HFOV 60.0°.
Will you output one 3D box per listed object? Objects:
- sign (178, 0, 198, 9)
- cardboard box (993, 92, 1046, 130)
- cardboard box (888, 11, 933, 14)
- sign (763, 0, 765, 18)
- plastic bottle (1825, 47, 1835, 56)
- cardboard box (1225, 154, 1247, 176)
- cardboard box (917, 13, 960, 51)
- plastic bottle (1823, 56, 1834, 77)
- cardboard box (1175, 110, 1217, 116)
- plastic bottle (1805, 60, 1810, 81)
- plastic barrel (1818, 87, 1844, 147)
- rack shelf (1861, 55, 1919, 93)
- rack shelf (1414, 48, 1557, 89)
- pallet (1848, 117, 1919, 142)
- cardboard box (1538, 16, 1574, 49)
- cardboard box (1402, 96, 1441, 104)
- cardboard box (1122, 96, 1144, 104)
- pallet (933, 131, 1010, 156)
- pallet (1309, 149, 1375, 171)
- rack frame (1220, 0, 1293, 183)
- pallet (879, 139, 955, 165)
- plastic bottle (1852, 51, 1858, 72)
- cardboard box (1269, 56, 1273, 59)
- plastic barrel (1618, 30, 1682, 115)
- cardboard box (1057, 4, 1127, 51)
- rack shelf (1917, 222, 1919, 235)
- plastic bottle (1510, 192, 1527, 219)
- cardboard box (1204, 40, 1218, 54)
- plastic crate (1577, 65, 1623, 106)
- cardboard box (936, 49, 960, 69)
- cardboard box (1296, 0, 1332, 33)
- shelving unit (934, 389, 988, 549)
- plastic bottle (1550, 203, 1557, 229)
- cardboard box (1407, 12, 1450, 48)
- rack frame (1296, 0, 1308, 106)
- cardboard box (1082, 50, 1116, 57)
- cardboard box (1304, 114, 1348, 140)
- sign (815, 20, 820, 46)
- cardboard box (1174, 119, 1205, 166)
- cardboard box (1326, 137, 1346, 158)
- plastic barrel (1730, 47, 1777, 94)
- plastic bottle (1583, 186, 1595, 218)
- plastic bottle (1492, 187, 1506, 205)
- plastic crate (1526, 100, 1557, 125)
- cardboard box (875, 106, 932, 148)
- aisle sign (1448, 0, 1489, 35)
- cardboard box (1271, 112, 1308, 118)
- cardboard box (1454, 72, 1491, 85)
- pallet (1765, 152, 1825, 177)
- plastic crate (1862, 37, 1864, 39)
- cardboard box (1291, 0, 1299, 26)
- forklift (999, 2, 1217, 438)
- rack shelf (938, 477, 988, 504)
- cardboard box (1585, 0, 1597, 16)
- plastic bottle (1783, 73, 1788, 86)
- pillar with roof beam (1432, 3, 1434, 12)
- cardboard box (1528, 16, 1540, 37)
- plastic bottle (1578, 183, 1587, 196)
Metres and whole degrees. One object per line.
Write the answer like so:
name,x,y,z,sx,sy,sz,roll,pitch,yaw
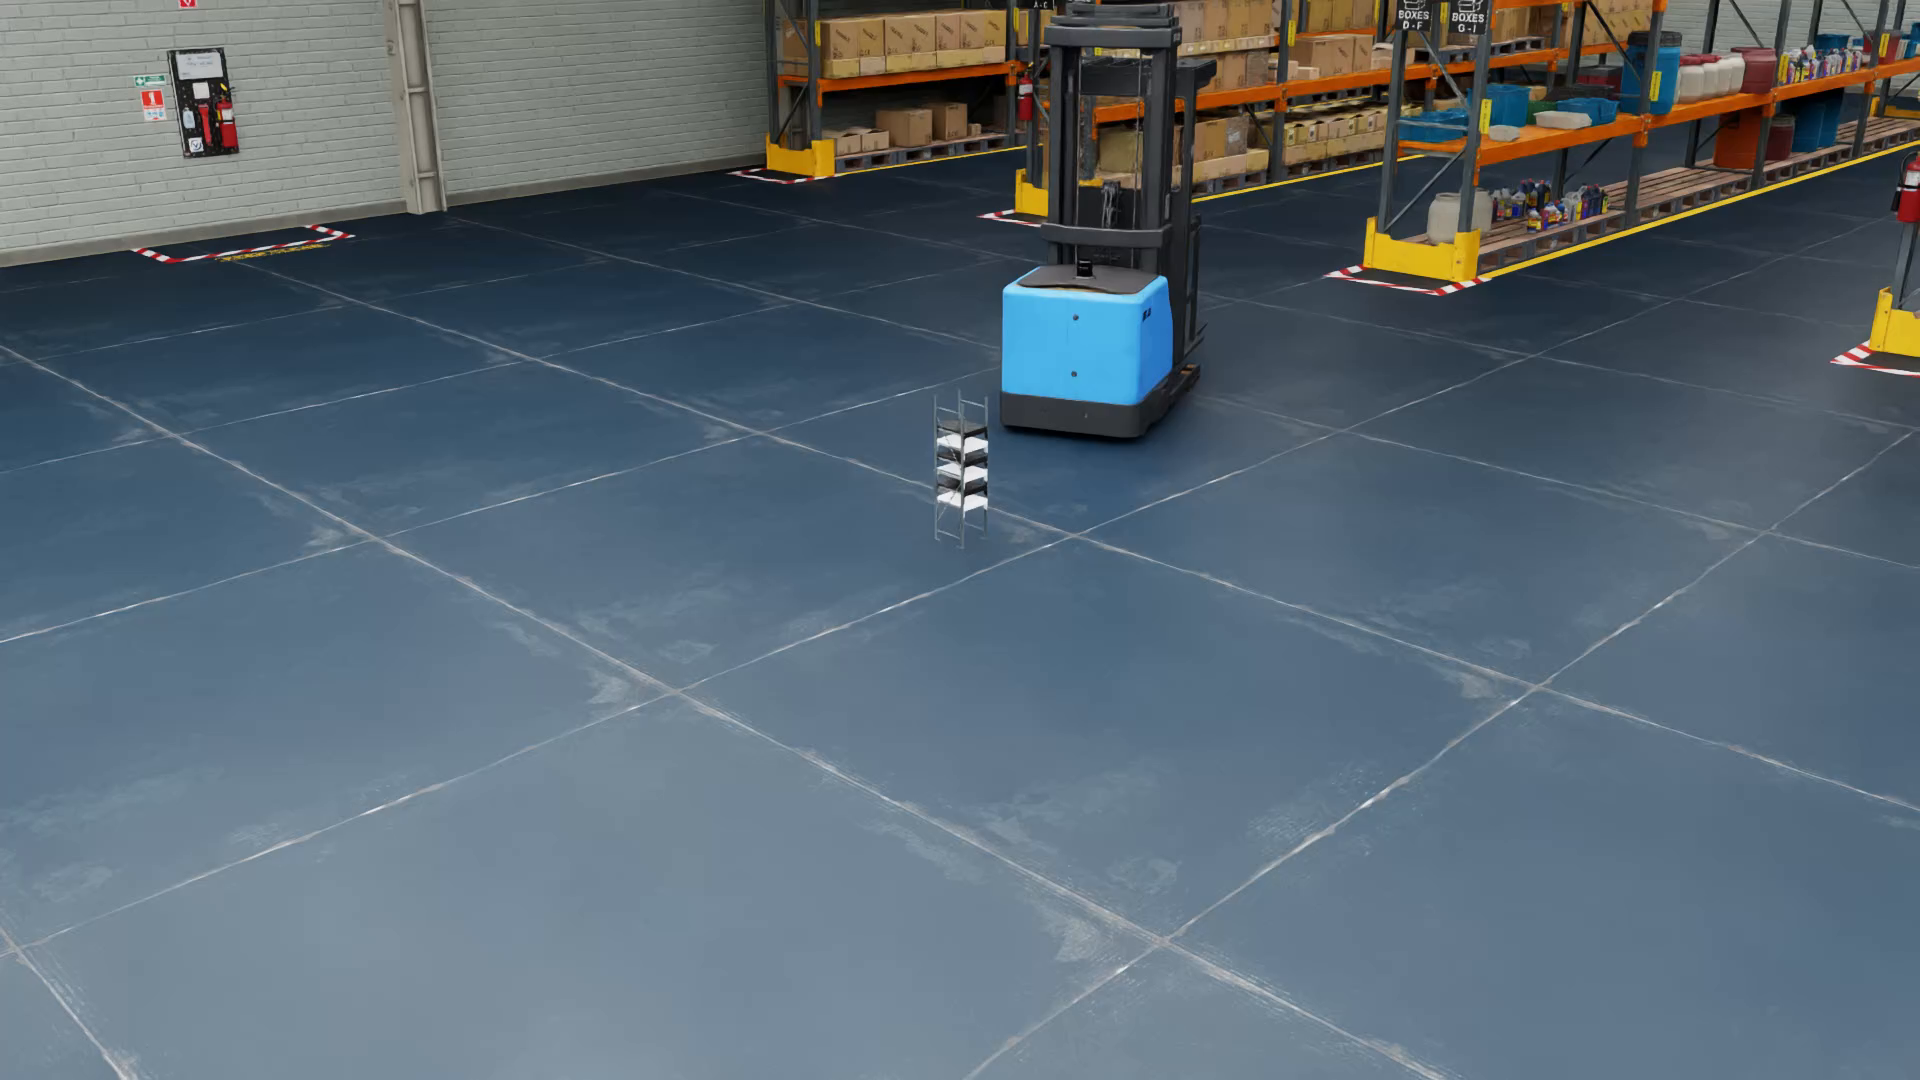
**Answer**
sign,-8.478,-5.980,18.222,0.001,0.298,0.199,19,28,41
cardboard box,0.959,-6.907,26.735,0.500,0.500,0.700,-19,28,-40
cardboard box,-0.735,-7.637,24.900,0.500,0.500,0.500,-19,28,-41
sign,-2.716,-7.479,23.298,0.100,0.325,0.005,19,28,41
plastic bottle,12.498,-6.899,23.913,0.144,0.351,0.185,19,28,41
cardboard box,3.487,-5.049,22.277,0.500,0.250,0.500,19,28,41
cardboard box,-0.354,-7.509,24.566,0.500,0.500,0.500,18,28,39
plastic bottle,12.231,-6.694,23.483,0.152,0.276,0.135,19,28,41
cardboard box,3.118,-5.528,22.477,0.500,0.500,0.500,19,28,41
plastic bottle,11.625,-6.455,22.866,0.097,0.271,0.097,0,21,0
plastic barrel,12.745,-6.333,24.710,0.600,0.901,0.708,19,28,41
rack shelf,14.532,-7.430,26.228,1.077,0.370,4.000,19,28,41
rack shelf,8.195,-7.643,26.781,1.077,0.370,4.000,19,28,41
pallet,15.324,-6.776,27.411,1.003,0.211,1.213,19,28,41
cardboard box,10.141,-8.602,28.135,0.500,0.500,0.500,-19,28,-41
cardboard box,7.284,-6.802,26.462,0.500,0.500,0.500,-19,28,-40
cardboard box,1.917,-5.708,20.604,0.500,0.500,0.700,-19,28,-41
pallet,0.014,-6.192,25.890,1.003,0.211,1.213,19,28,41
pallet,5.347,-5.649,24.477,1.003,0.211,1.213,19,28,41
rack frame,4.009,-6.436,22.639,1.000,3.000,0.127,19,28,41
pallet,-0.837,-5.877,25.071,1.003,0.211,1.213,19,28,41
plastic bottle,12.965,-6.944,24.124,0.061,0.283,0.133,19,28,41
cardboard box,4.491,-6.646,23.371,0.396,0.266,0.258,18,28,39
plastic barrel,8.042,-5.453,19.382,0.600,0.901,0.708,19,28,41
cardboard box,1.591,-6.191,20.053,0.700,0.500,0.500,19,28,41
rack shelf,9.709,-3.106,14.978,1.077,0.370,4.000,19,28,41
plastic bottle,6.391,-3.838,19.061,0.152,0.276,0.135,19,28,41
cardboard box,3.086,-6.336,21.335,0.250,0.149,0.380,-19,28,-41
plastic crate,7.674,-5.427,19.923,0.402,0.464,0.583,19,28,41
cardboard box,-0.349,-7.158,24.697,0.500,0.250,0.500,19,28,40
cardboard box,6.429,-10.007,31.511,0.700,0.700,0.980,-20,28,-41
shelving unit,0.006,-0.422,9.919,0.258,0.900,0.210,19,28,41
plastic bottle,6.562,-3.601,18.452,0.097,0.271,0.097,0,21,0
cardboard box,7.158,-7.897,25.716,0.700,0.500,0.500,9,23,23
rack frame,6.038,-9.732,31.213,1.000,3.000,0.127,19,28,41
cardboard box,1.647,-5.805,19.952,0.380,0.149,0.250,19,28,40
cardboard box,5.189,-5.915,23.749,0.500,0.311,0.500,18,27,39
sign,-1.944,-6.915,22.679,0.100,0.325,0.005,19,28,41
cardboard box,2.801,-5.138,21.463,0.500,0.500,0.500,19,28,41
cardboard box,5.185,-5.655,23.855,0.500,0.250,0.500,18,28,39
plastic barrel,10.240,-6.092,21.554,0.600,0.536,0.708,19,28,41
plastic bottle,7.179,-3.877,19.061,0.144,0.351,0.185,18,27,38
plastic bottle,6.137,-3.855,19.003,0.185,0.351,0.144,-19,28,-40
plastic crate,6.407,-4.818,18.725,0.450,0.188,0.662,19,28,41
cardboard box,-0.840,-6.163,24.800,0.700,0.500,0.500,17,27,37
aisle sign,4.925,-5.289,16.031,0.394,0.787,0.004,19,28,41
cardboard box,4.795,-6.049,24.098,0.500,0.311,0.500,19,28,40
cardboard box,8.381,-7.561,27.391,0.500,0.250,0.500,19,28,41
pallet,11.717,-5.447,23.953,1.003,0.211,1.213,19,28,41
plastic crate,14.600,-7.911,26.625,0.416,0.233,0.300,19,28,41
cardboard box,5.897,-9.745,30.665,0.500,0.500,0.500,19,28,40
forklift,1.284,-2.586,12.719,1.130,2.935,3.031,8,22,19
rack shelf,0.006,-0.307,9.963,0.258,0.077,0.200,19,28,41
cardboard box,10.480,-9.190,28.269,0.500,0.500,0.500,18,28,39
plastic bottle,11.048,-6.209,22.326,0.097,0.201,0.097,0,21,0
pillar with roof beam,13.177,-13.393,32.377,9.100,9.000,0.400,19,28,41
cardboard box,9.755,-8.732,28.473,0.500,0.500,0.500,-20,28,-41
plastic bottle,7.210,-3.963,19.283,0.144,0.351,0.185,19,28,41
